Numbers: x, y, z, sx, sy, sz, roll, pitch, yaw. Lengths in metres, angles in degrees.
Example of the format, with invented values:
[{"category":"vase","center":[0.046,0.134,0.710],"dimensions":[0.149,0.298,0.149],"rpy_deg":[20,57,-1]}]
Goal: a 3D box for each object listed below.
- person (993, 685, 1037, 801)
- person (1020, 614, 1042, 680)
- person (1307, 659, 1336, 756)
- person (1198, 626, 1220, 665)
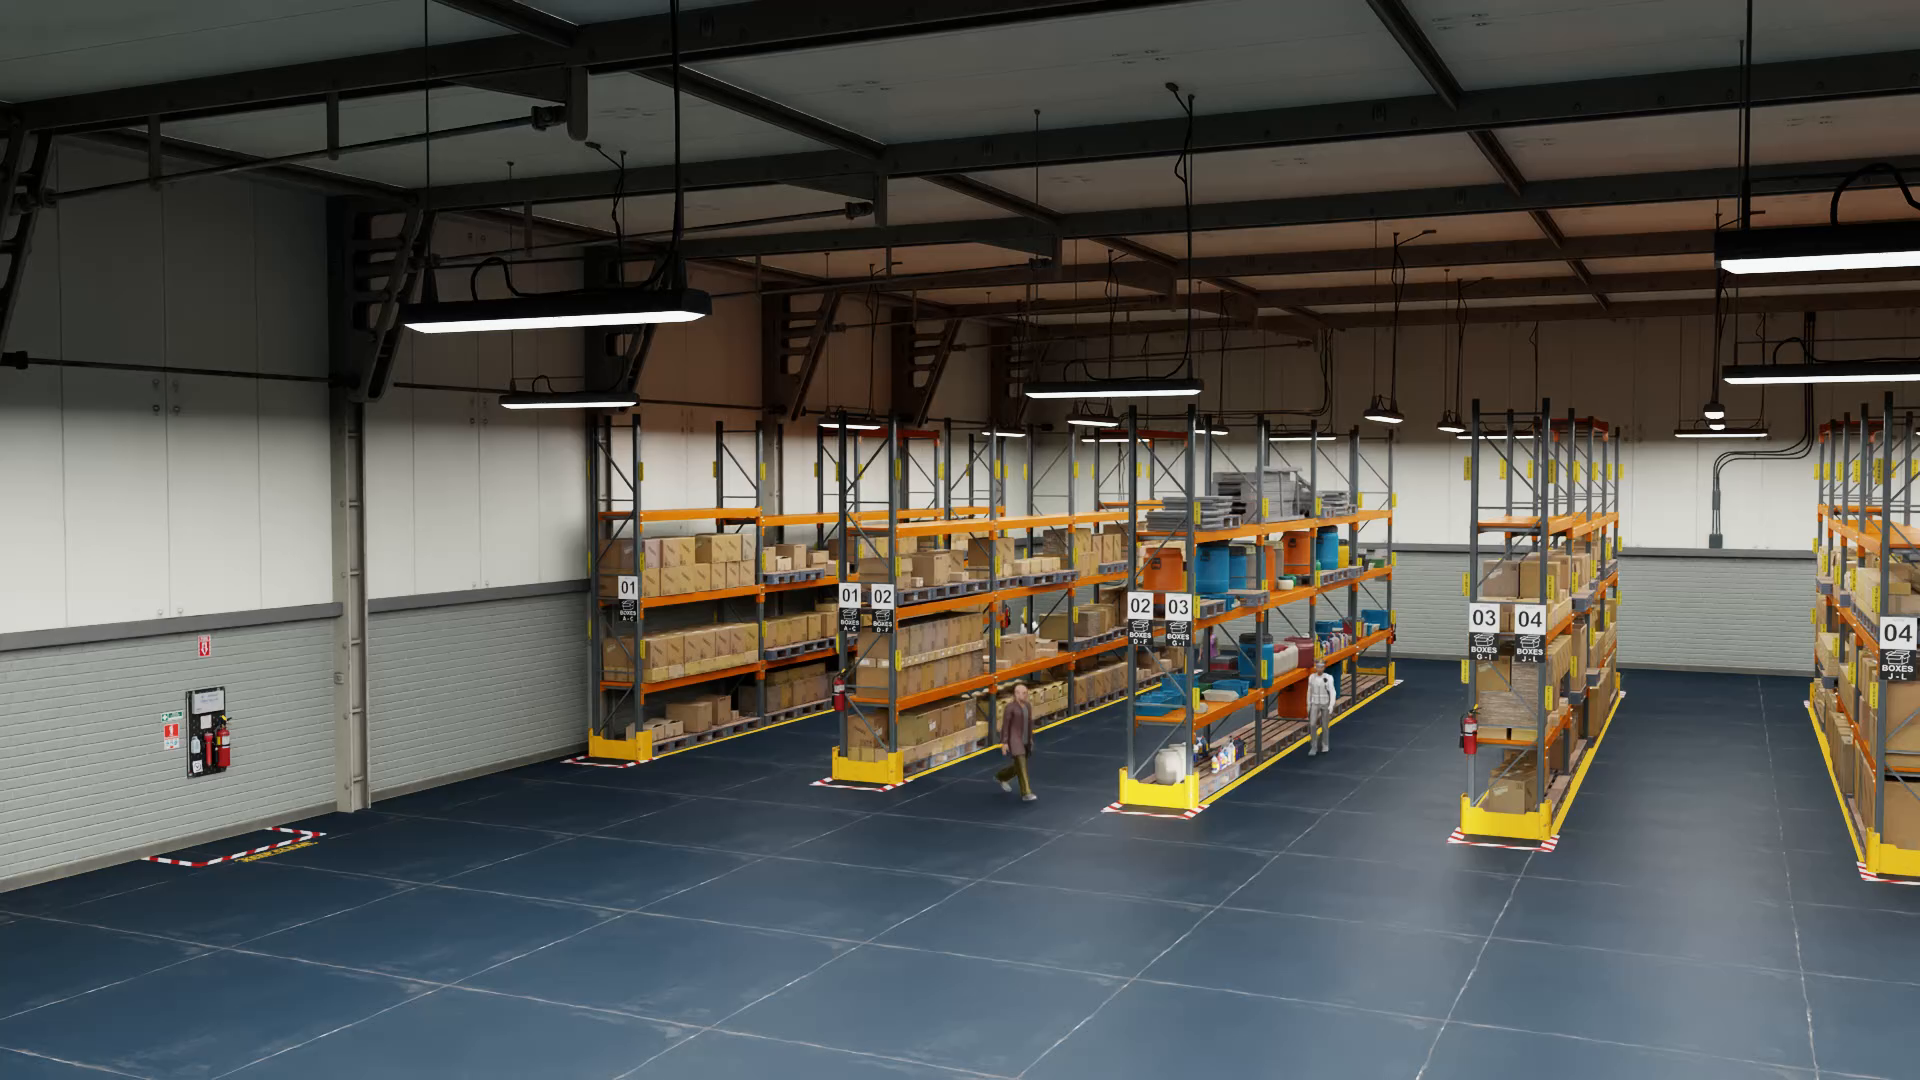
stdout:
[{"category":"person","center":[0.875,3.082,25.480],"dimensions":[1.054,1.744,0.629],"rpy_deg":[2,3,41]},{"category":"person","center":[1.718,2.530,39.143],"dimensions":[0.630,1.732,0.717],"rpy_deg":[2,3,43]},{"category":"person","center":[6.404,2.962,29.515],"dimensions":[0.529,1.703,0.574],"rpy_deg":[1,3,22]},{"category":"person","center":[5.641,2.670,37.613],"dimensions":[0.450,1.553,0.839],"rpy_deg":[1,3,32]}]
